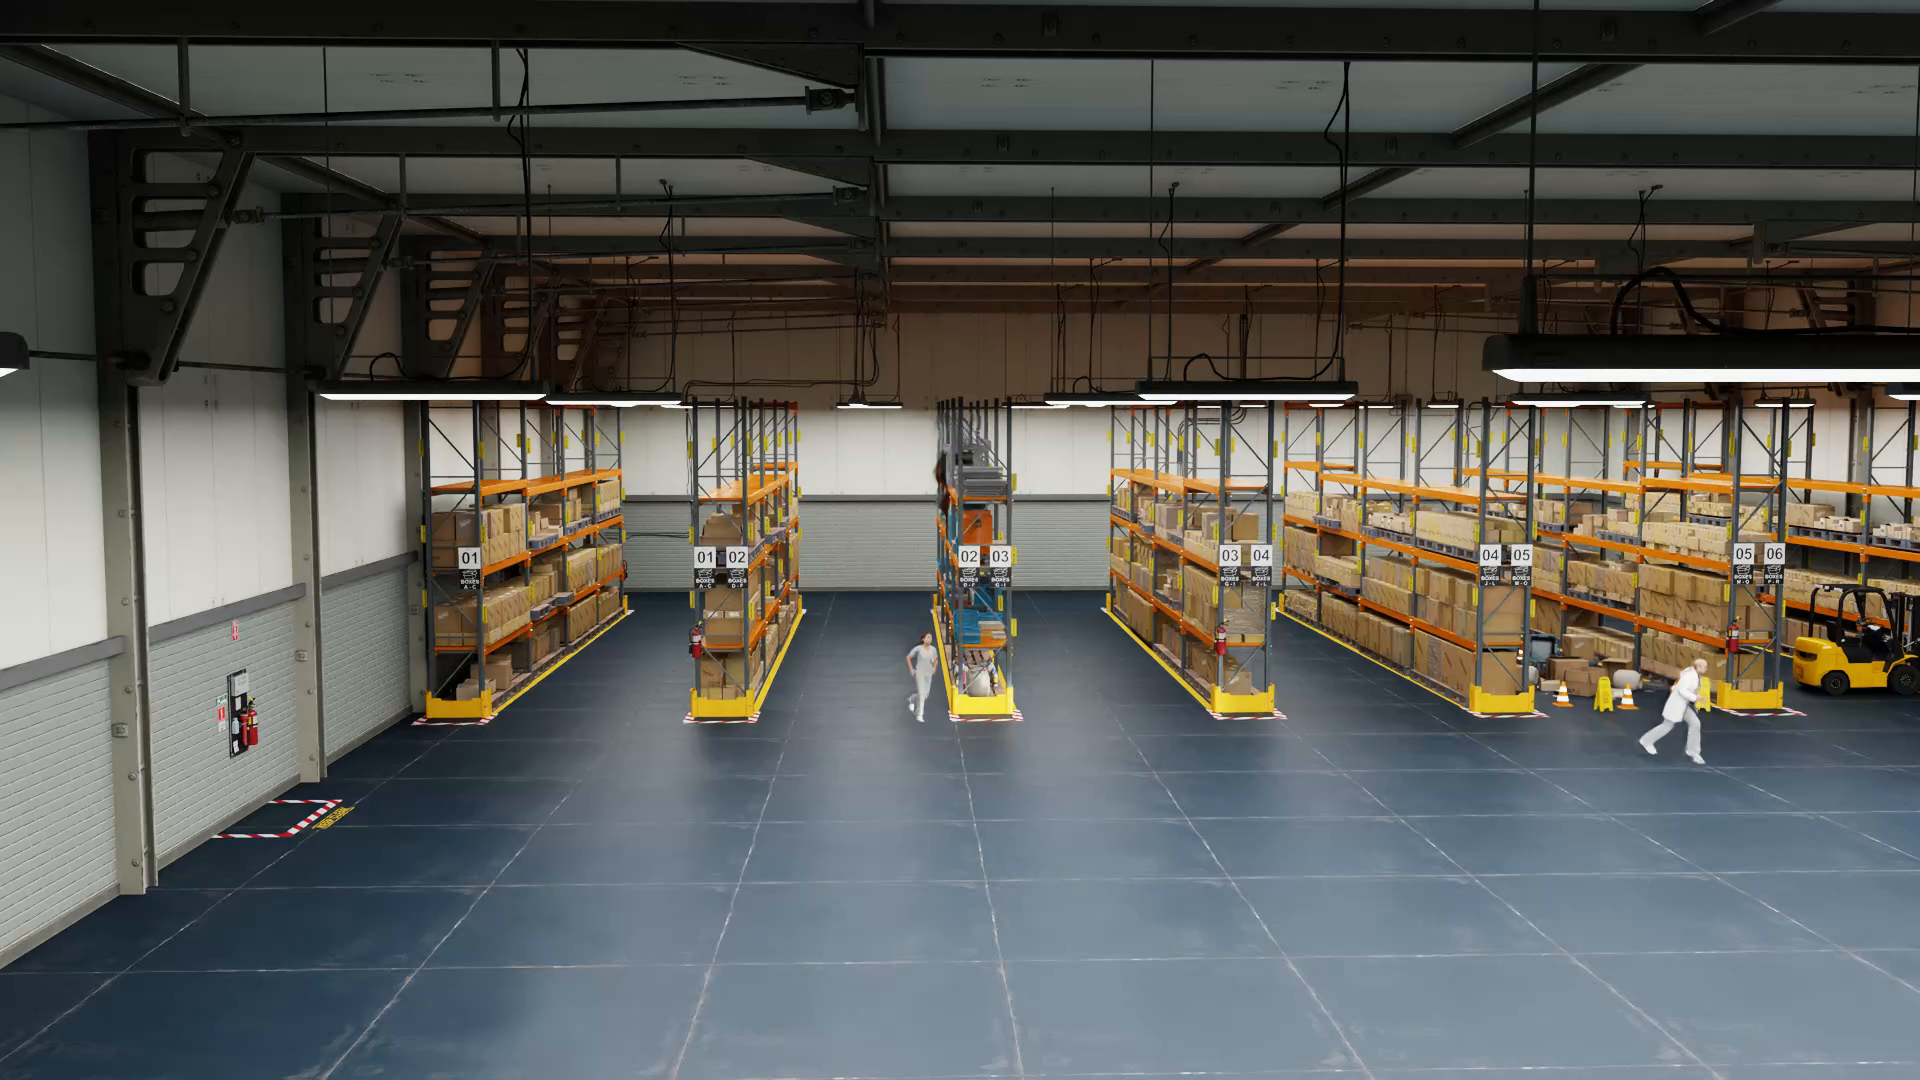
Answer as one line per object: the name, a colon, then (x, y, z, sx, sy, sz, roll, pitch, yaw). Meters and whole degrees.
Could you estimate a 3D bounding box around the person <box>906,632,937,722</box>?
person: (-0.702, 2.532, 31.103, 0.610, 1.652, 0.736, -2, 5, -27)

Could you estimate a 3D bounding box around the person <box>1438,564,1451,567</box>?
person: (14.540, 1.101, 49.360, 0.729, 1.702, 0.542, -1, 4, -9)

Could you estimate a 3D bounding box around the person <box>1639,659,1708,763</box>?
person: (11.766, 2.785, 27.407, 1.064, 1.743, 0.755, 3, 5, 36)
